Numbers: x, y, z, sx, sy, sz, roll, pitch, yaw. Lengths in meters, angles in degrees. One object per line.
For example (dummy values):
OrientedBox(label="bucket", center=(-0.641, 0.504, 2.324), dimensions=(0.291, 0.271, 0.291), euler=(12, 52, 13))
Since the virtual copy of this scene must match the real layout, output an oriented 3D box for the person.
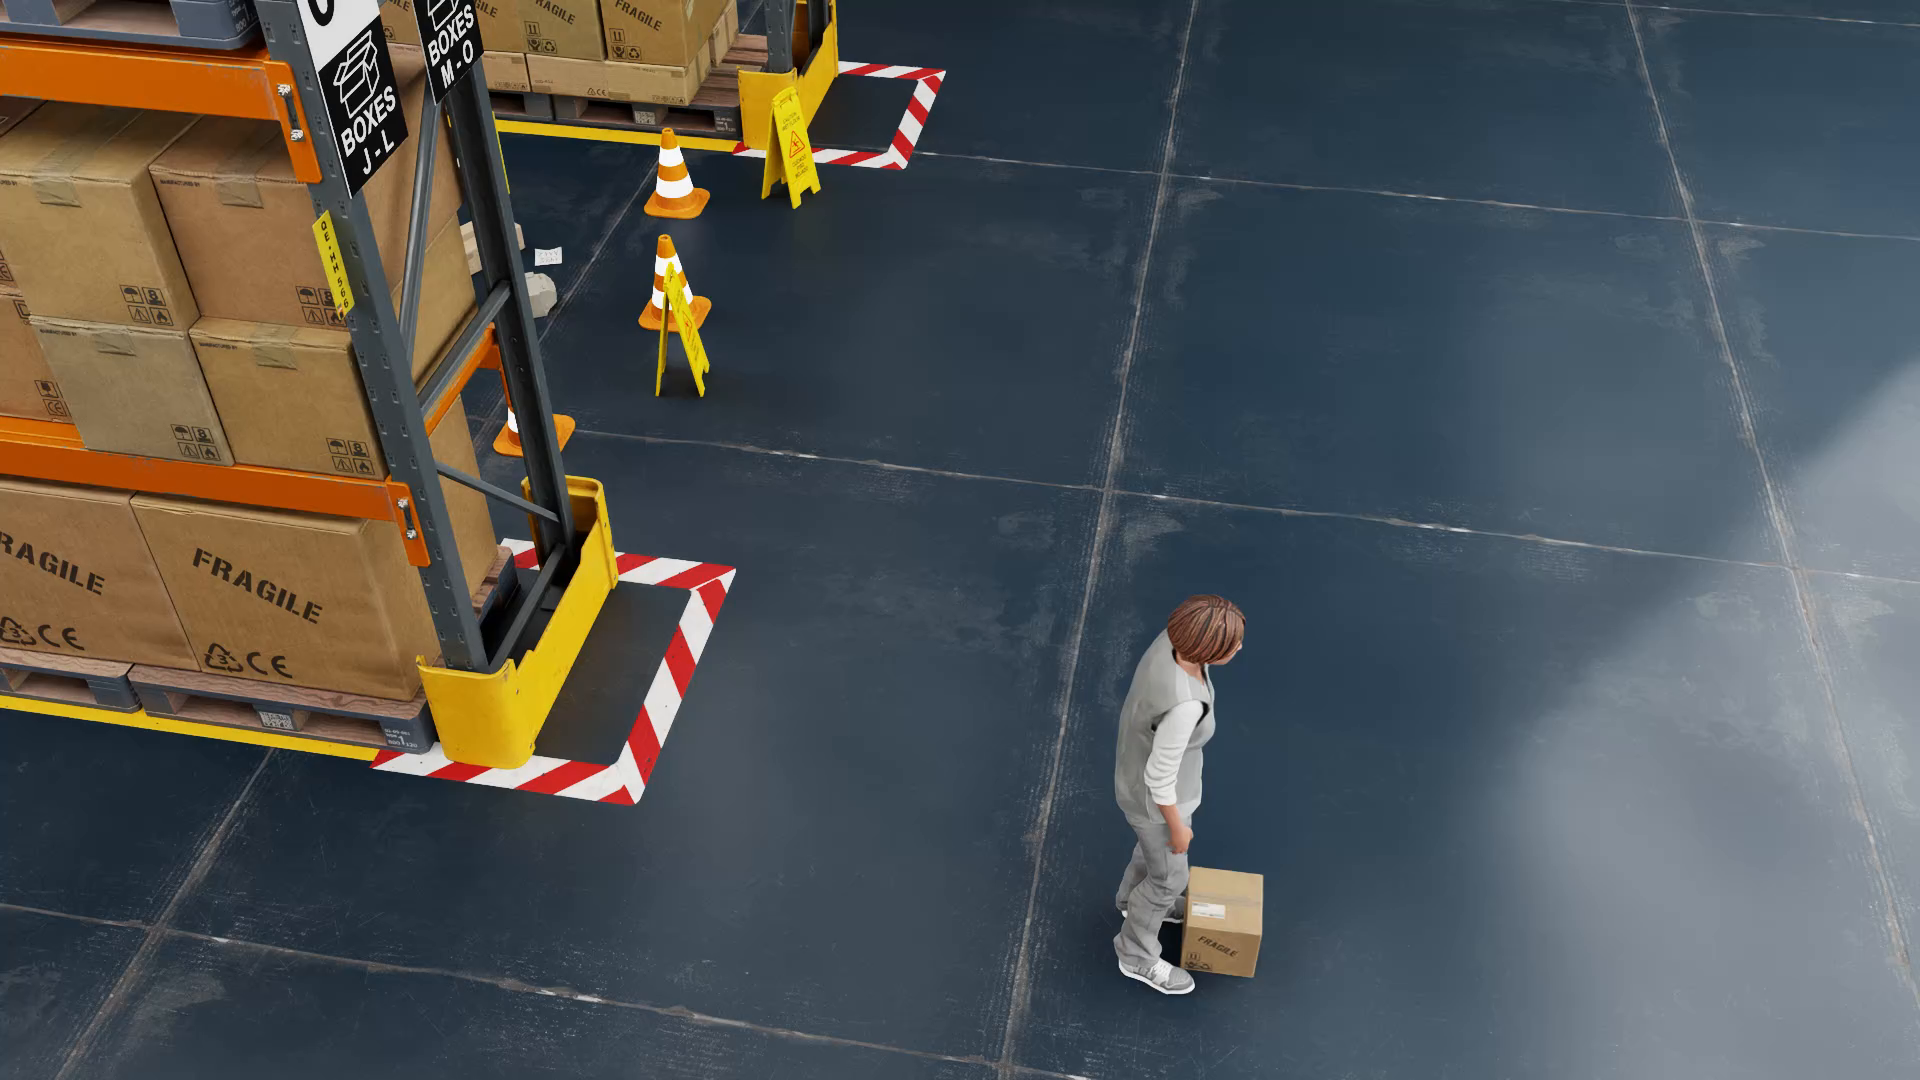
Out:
OrientedBox(label="person", center=(0.656, 0.782, 5.270), dimensions=(0.339, 1.593, 0.462), euler=(5, 41, 6))
